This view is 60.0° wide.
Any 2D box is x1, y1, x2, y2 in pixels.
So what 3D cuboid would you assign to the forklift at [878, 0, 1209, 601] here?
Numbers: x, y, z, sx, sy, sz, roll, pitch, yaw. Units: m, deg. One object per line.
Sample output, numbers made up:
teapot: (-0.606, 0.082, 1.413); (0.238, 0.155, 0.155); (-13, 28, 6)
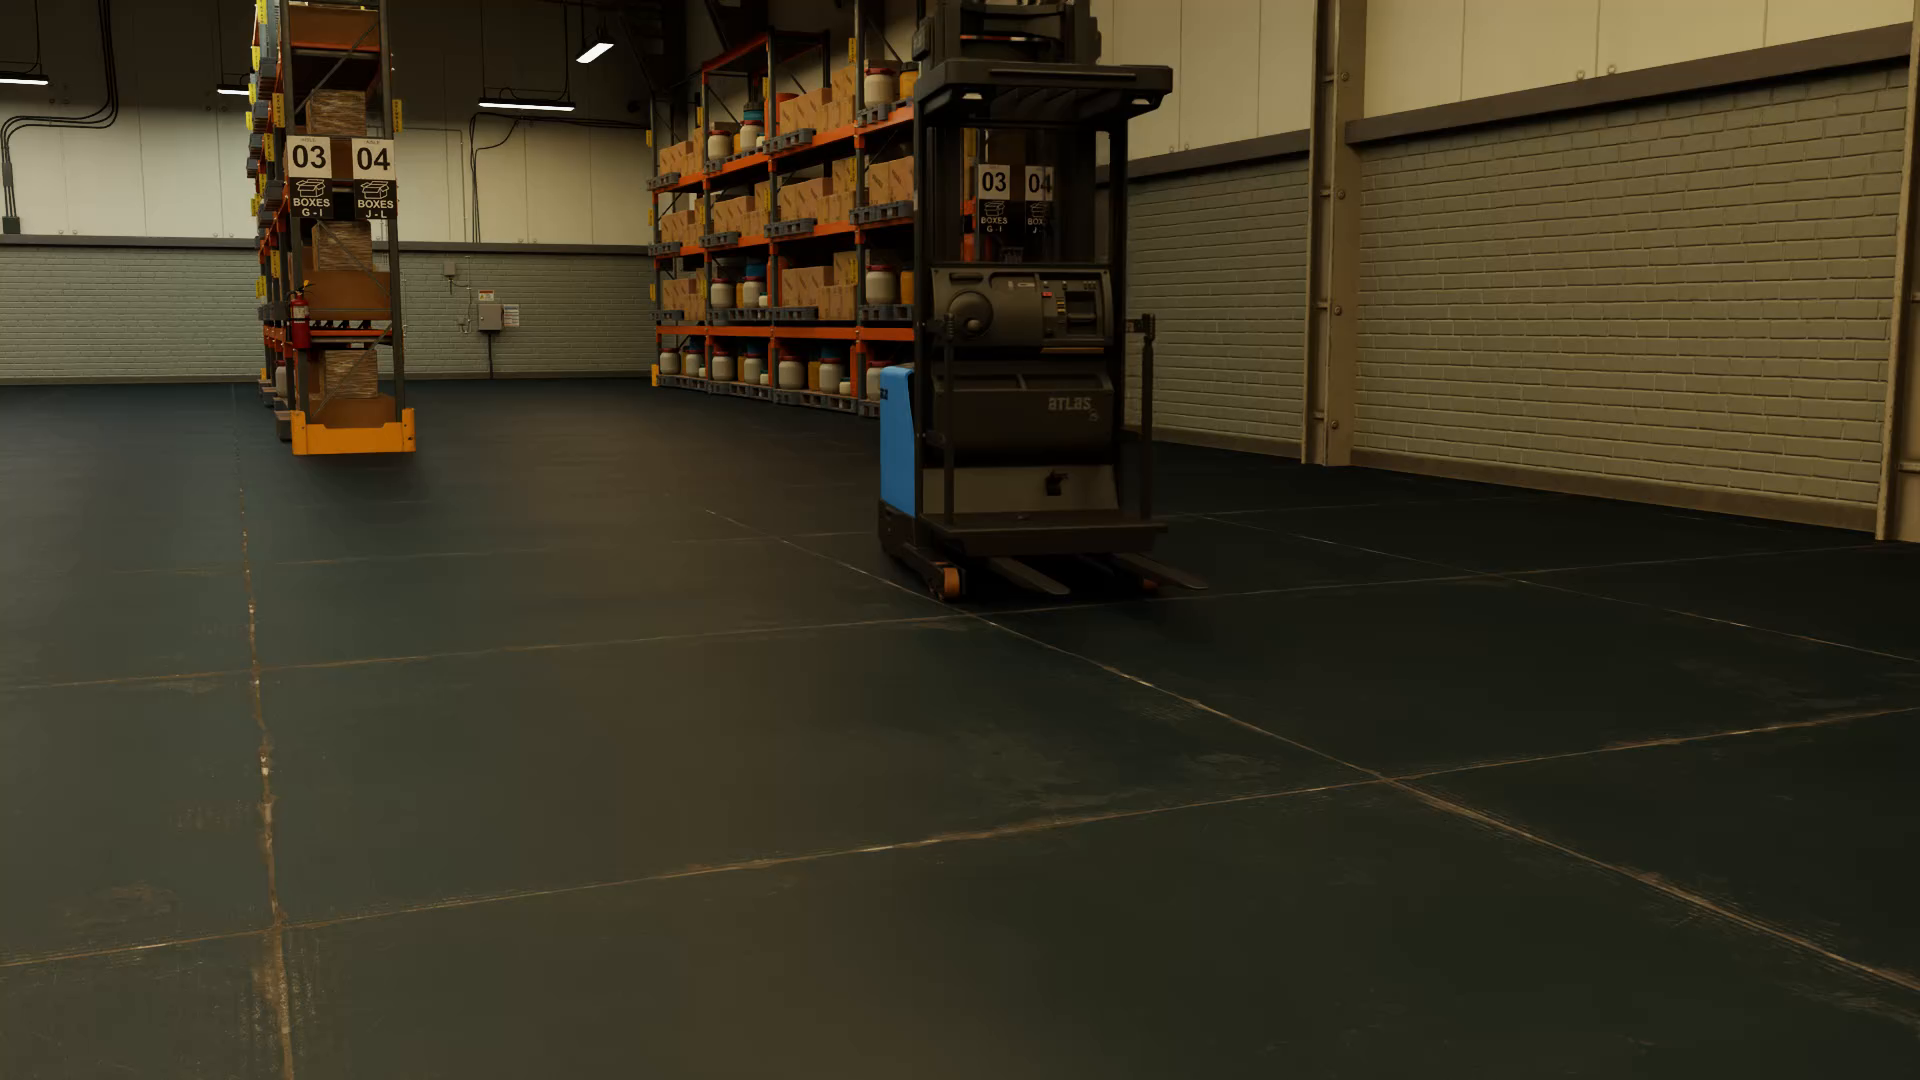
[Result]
forklift: (0.367, -1.215, 8.153); (1.130, 2.935, 3.031); (-2, 8, -13)
